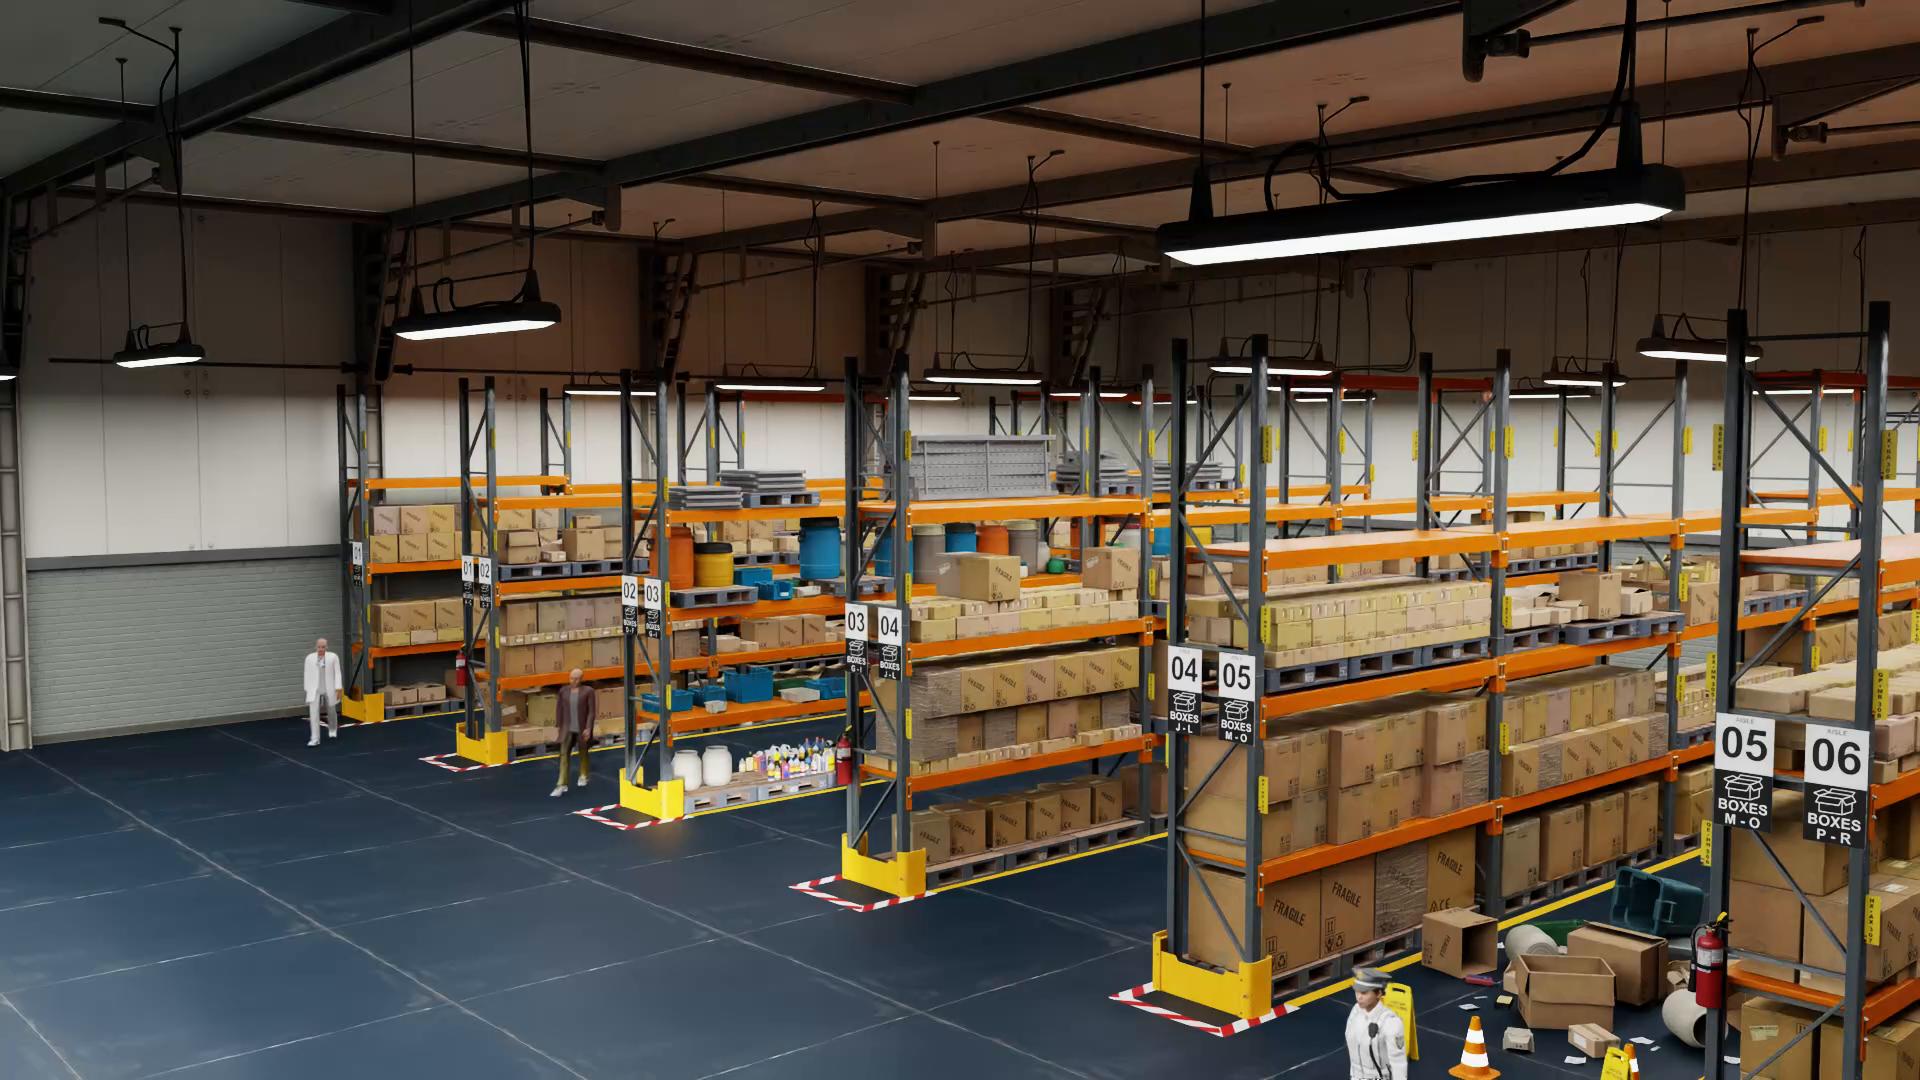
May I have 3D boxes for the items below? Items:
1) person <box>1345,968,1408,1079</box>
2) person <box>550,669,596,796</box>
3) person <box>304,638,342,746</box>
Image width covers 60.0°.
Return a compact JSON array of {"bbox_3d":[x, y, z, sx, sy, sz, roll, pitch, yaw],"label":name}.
[{"bbox_3d":[2.805,3.619,10.992,0.926,1.636,0.508,-2,4,-33],"label":"person"},{"bbox_3d":[-5.514,2.714,23.822,0.600,1.753,0.956,0,4,-6],"label":"person"},{"bbox_3d":[-10.566,2.485,27.579,0.591,1.743,0.973,-2,4,-24],"label":"person"}]
